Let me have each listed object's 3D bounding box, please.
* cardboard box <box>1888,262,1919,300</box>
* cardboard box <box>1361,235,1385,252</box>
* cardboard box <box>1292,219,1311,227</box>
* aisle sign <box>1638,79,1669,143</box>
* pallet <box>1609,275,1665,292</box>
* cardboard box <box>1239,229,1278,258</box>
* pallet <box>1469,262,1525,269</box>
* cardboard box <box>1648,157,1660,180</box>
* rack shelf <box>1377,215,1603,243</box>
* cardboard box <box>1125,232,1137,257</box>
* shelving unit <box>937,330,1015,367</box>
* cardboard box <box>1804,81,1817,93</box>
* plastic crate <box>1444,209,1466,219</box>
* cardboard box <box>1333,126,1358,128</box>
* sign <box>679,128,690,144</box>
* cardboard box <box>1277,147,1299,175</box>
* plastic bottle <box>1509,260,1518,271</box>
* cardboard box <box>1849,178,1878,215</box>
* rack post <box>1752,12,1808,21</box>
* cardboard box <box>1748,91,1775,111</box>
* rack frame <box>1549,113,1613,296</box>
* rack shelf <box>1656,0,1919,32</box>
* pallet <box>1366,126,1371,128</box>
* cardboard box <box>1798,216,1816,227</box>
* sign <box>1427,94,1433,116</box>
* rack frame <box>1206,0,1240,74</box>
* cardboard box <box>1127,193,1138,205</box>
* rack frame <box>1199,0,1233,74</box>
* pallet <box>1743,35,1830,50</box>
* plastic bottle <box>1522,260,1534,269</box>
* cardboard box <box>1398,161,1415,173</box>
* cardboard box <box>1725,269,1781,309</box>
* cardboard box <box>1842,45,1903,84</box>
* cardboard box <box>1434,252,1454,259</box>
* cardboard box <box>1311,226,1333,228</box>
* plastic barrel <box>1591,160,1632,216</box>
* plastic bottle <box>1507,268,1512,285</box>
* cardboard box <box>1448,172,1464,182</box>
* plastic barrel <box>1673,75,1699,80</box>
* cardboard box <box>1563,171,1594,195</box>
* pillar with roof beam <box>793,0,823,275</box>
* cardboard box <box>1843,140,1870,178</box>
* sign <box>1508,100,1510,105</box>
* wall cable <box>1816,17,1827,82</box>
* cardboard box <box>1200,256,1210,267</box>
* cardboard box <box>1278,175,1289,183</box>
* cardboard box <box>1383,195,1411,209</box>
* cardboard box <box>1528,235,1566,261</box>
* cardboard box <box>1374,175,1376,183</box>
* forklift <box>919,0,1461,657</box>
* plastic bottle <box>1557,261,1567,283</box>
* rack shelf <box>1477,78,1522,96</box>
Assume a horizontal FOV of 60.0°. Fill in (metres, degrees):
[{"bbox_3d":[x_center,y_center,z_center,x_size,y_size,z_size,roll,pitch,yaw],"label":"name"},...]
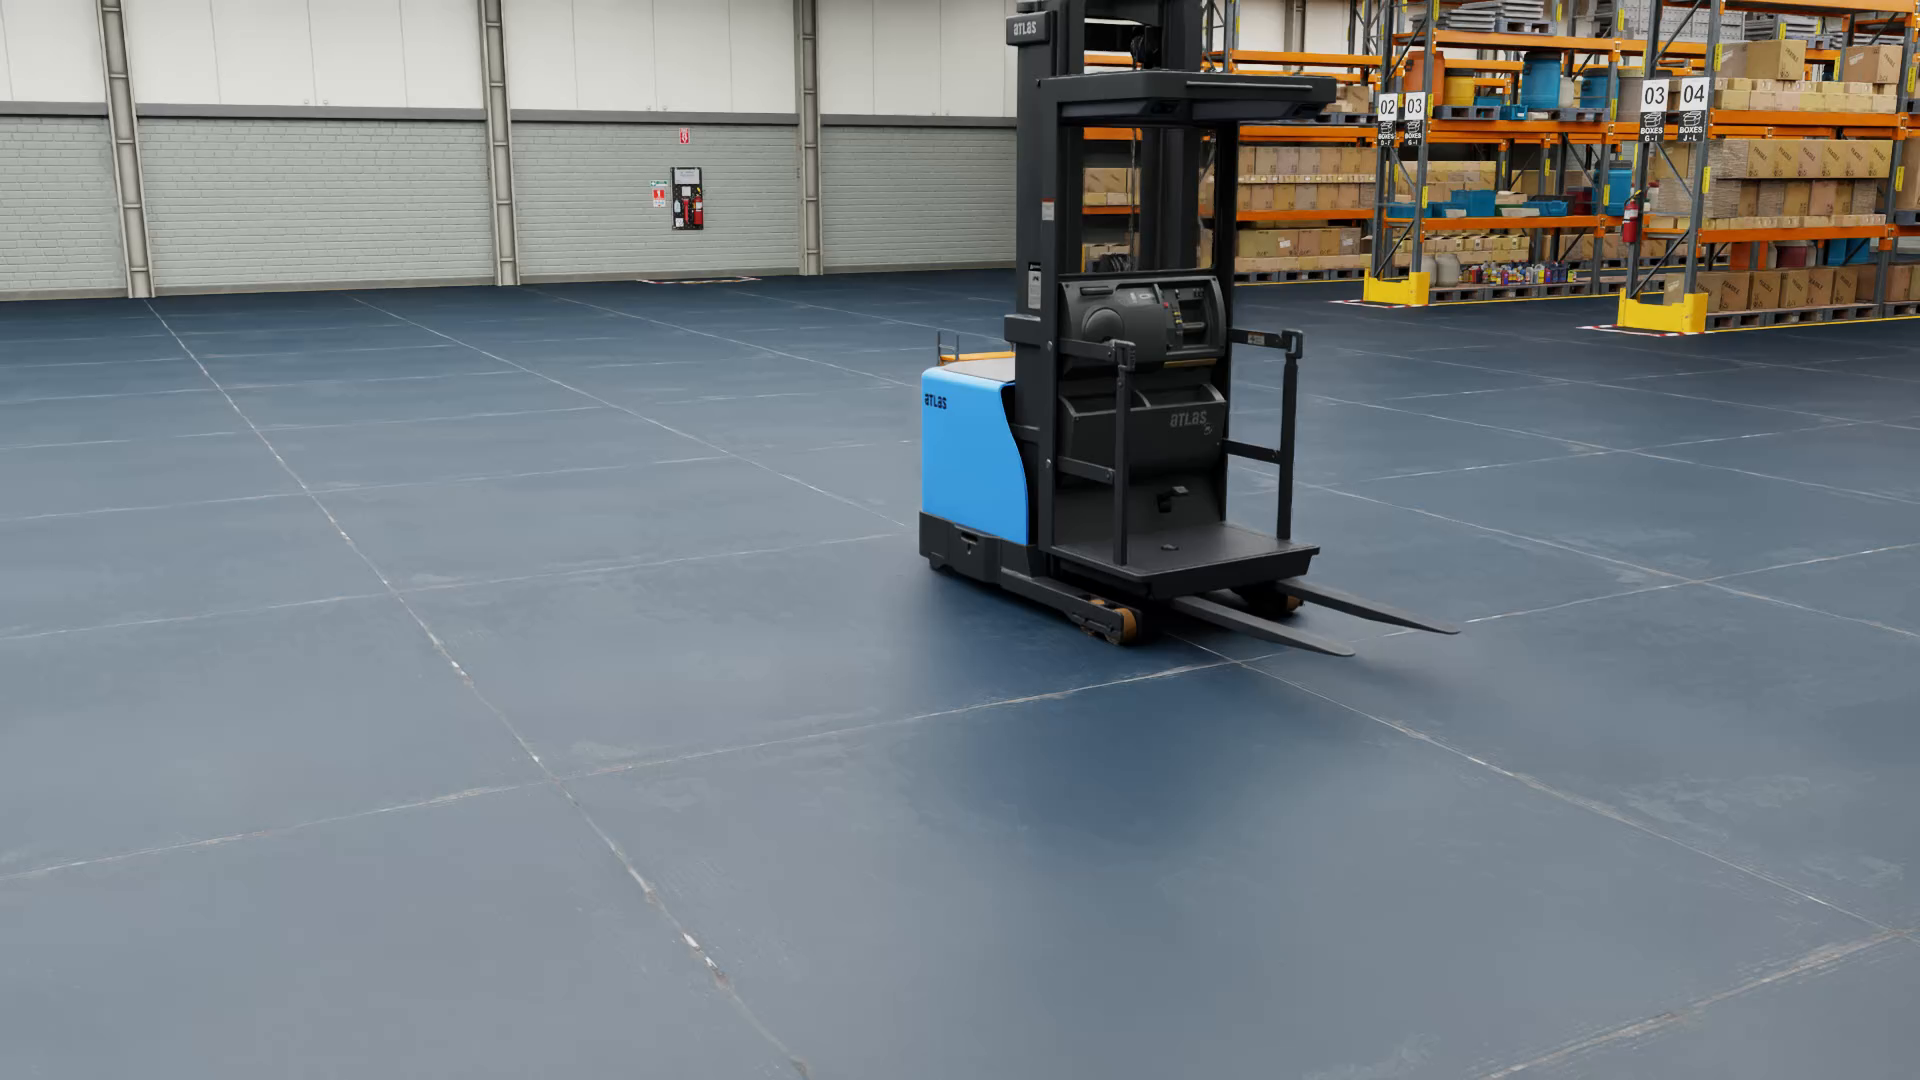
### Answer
[{"bbox_3d":[13.714,-3.783,24.280,0.500,0.500,0.700,-7,14,-28],"label":"cardboard box"},{"bbox_3d":[8.212,-5.826,32.692,0.500,0.311,0.500,-7,14,-28],"label":"cardboard box"},{"bbox_3d":[7.542,-7.138,37.478,0.500,0.250,0.500,-7,14,-28],"label":"cardboard box"},{"bbox_3d":[9.028,-5.580,21.651,0.004,0.787,0.394,-7,14,-28],"label":"aisle sign"},{"bbox_3d":[12.107,-4.495,29.100,1.213,0.211,1.003,-7,14,-28],"label":"pallet"},{"bbox_3d":[5.498,-5.466,30.662,0.500,0.500,0.500,-7,14,-28],"label":"cardboard box"},{"bbox_3d":[10.764,-5.572,33.887,1.213,0.211,1.003,-7,14,-28],"label":"pallet"},{"bbox_3d":[15.336,-8.072,36.140,0.500,0.500,0.500,-7,14,-28],"label":"cardboard box"},{"bbox_3d":[8.609,-5.074,26.963,4.000,0.370,1.077,-7,14,-28],"label":"rack shelf"},{"bbox_3d":[3.925,-6.302,35.472,0.500,0.500,0.700,-8,15,-31],"label":"cardboard box"},{"bbox_3d":[0.145,-0.603,9.555,0.503,1.200,0.258,-7,14,-28],"label":"shelving unit"},{"bbox_3d":[11.157,-6.025,22.151,0.250,0.149,0.380,-7,15,-30],"label":"cardboard box"},{"bbox_3d":[7.793,-5.118,26.121,0.250,0.136,0.298,-7,14,-28],"label":"plastic crate"},{"bbox_3d":[8.626,-9.268,37.283,0.500,0.311,0.500,-7,14,-28],"label":"cardboard box"},{"bbox_3d":[-5.202,-7.630,31.401,0.199,0.298,0.001,-7,14,-28],"label":"sign"},{"bbox_3d":[5.847,-7.013,30.758,0.500,0.500,0.700,-7,14,-28],"label":"cardboard box"},{"bbox_3d":[9.291,-4.533,27.952,0.185,0.351,0.144,-8,15,-30],"label":"plastic bottle"},{"bbox_3d":[12.313,-4.840,23.377,0.500,0.500,0.875,-7,14,-28],"label":"cardboard box"},{"bbox_3d":[14.512,-9.336,29.422,0.986,0.289,0.624,-7,14,-28],"label":"rack post"},{"bbox_3d":[10.223,-5.707,21.646,0.500,0.250,0.500,-7,15,-29],"label":"cardboard box"},{"bbox_3d":[10.364,-5.636,27.819,0.127,3.000,1.000,-7,14,-28],"label":"rack frame"},{"bbox_3d":[10.982,-7.045,22.064,4.000,0.370,1.077,-7,14,-28],"label":"rack shelf"},{"bbox_3d":[9.668,-9.415,38.211,1.003,0.211,1.213,-6,14,-25],"label":"pallet"},{"bbox_3d":[11.366,-4.324,22.565,0.250,0.149,0.380,-7,14,-28],"label":"cardboard box"},{"bbox_3d":[7.113,-6.576,25.146,0.005,0.325,0.100,-7,14,-28],"label":"sign"},{"bbox_3d":[5.617,-10.472,35.644,0.127,3.000,1.000,-7,14,-28],"label":"rack frame"},{"bbox_3d":[3.586,-7.161,34.892,0.500,0.250,0.500,-7,15,-29],"label":"cardboard box"},{"bbox_3d":[4.483,-9.097,29.534,0.127,3.000,1.000,-7,14,-28],"label":"rack frame"},{"bbox_3d":[14.523,-8.766,29.406,1.003,0.211,1.213,-7,14,-28],"label":"pallet"},{"bbox_3d":[9.526,-4.525,27.916,0.185,0.351,0.144,-7,14,-28],"label":"plastic bottle"},{"bbox_3d":[10.122,-8.590,38.288,0.500,0.250,0.500,-7,14,-29],"label":"cardboard box"},{"bbox_3d":[10.849,-3.440,22.799,0.500,0.500,0.500,-5,14,-23],"label":"cardboard box"},{"bbox_3d":[12.465,-6.486,22.721,0.500,0.500,0.500,-7,15,-30],"label":"cardboard box"},{"bbox_3d":[9.369,-5.557,32.777,0.500,0.250,0.500,-7,15,-30],"label":"cardboard box"},{"bbox_3d":[7.002,-5.777,32.047,0.500,0.500,0.500,-7,14,-28],"label":"cardboard box"},{"bbox_3d":[10.848,-5.863,27.686,0.708,0.901,0.600,-7,14,-28],"label":"plastic barrel"},{"bbox_3d":[8.895,-4.265,26.942,0.097,0.271,0.097,0,13,0],"label":"plastic bottle"},{"bbox_3d":[11.467,-8.386,39.091,0.500,0.500,0.500,-7,14,-28],"label":"cardboard box"},{"bbox_3d":[12.476,-7.616,28.809,0.708,0.830,0.600,-7,14,-28],"label":"plastic barrel"},{"bbox_3d":[12.898,-7.413,34.530,0.500,0.500,0.700,-4,13,-17],"label":"cardboard box"},{"bbox_3d":[-0.897,-8.830,28.351,0.400,9.000,9.100,-7,14,-28],"label":"pillar with roof beam"},{"bbox_3d":[12.036,-5.210,22.744,0.500,0.500,0.500,-7,14,-28],"label":"cardboard box"},{"bbox_3d":[11.247,-8.832,34.012,0.005,0.325,0.100,-7,14,-28],"label":"sign"},{"bbox_3d":[22.582,-12.688,41.061,0.112,2.526,3.097,-7,14,-28],"label":"wall cable"},{"bbox_3d":[4.812,-5.147,30.952,0.500,0.250,0.500,-7,14,-28],"label":"cardboard box"},{"bbox_3d":[5.836,-6.644,30.594,0.250,0.149,0.380,-7,15,-30],"label":"cardboard box"},{"bbox_3d":[8.405,-6.578,32.347,0.500,0.250,0.500,-6,14,-24],"label":"cardboard box"},{"bbox_3d":[12.041,-5.999,34.127,0.500,0.500,0.500,-6,14,-25],"label":"cardboard box"},{"bbox_3d":[7.858,-6.886,31.670,0.250,0.149,0.380,-7,14,-28],"label":"cardboard box"},{"bbox_3d":[0.994,-1.075,7.711,1.130,2.935,3.031,-8,15,-31],"label":"forklift"},{"bbox_3d":[9.937,-4.435,27.514,0.185,0.351,0.144,-7,15,-29],"label":"plastic bottle"},{"bbox_3d":[14.395,-10.978,40.442,4.000,0.370,1.077,-7,14,-28],"label":"rack shelf"}]
